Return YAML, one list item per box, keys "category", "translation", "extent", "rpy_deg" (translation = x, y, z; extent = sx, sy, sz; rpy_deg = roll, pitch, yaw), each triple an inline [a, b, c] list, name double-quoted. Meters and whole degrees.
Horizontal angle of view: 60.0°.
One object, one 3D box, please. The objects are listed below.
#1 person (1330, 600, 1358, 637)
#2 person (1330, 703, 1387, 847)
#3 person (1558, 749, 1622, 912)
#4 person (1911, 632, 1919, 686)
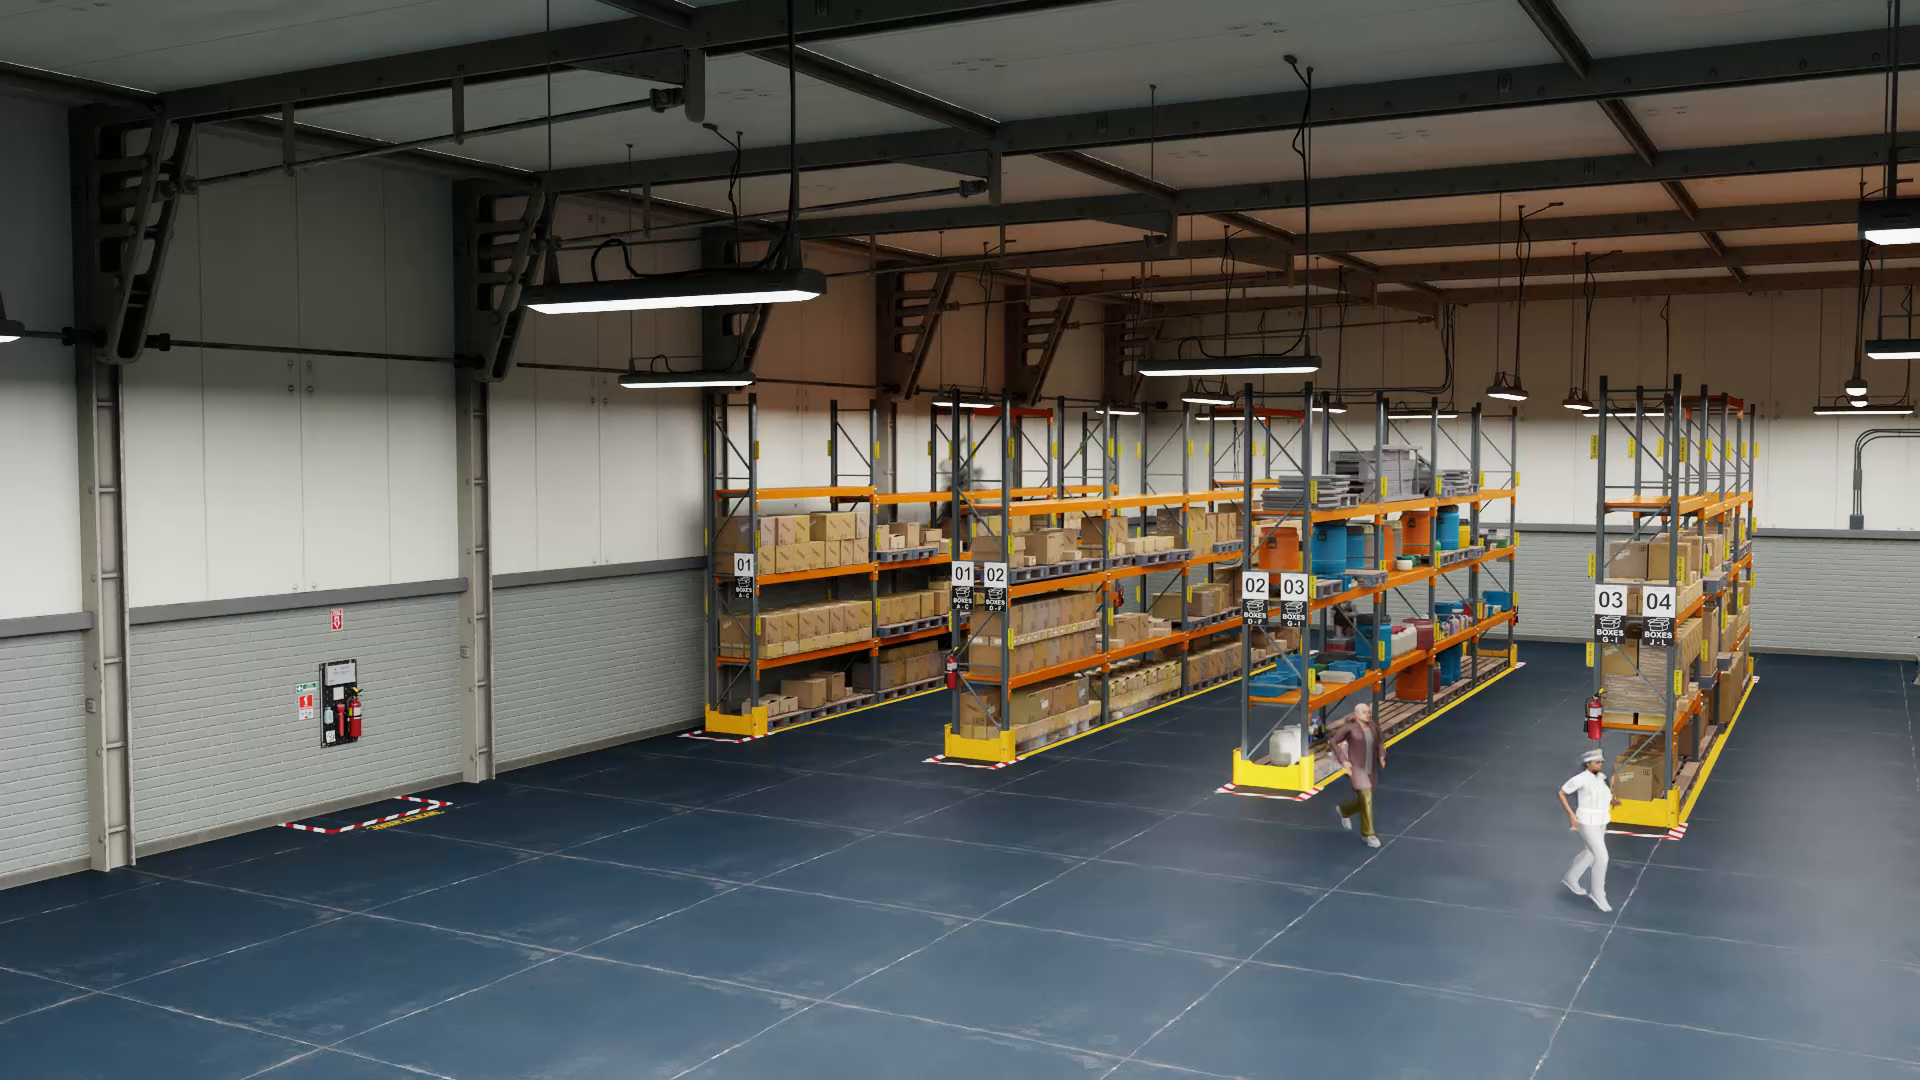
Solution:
- category: "person"
  translation: [8.926, 2.044, 38.695]
  extent: [0.636, 1.773, 0.805]
  rpy_deg: [1, 3, 15]
- category: "person"
  translation: [5.120, 2.975, 21.359]
  extent: [0.722, 1.782, 0.947]
  rpy_deg: [-2, 3, -27]
- category: "person"
  translation: [6.955, 3.165, 18.338]
  extent: [0.546, 1.758, 0.770]
  rpy_deg: [-2, 4, -35]
- category: "person"
  translation: [20.573, 2.237, 35.161]
  extent: [0.712, 1.781, 0.724]
  rpy_deg: [1, 3, 9]
